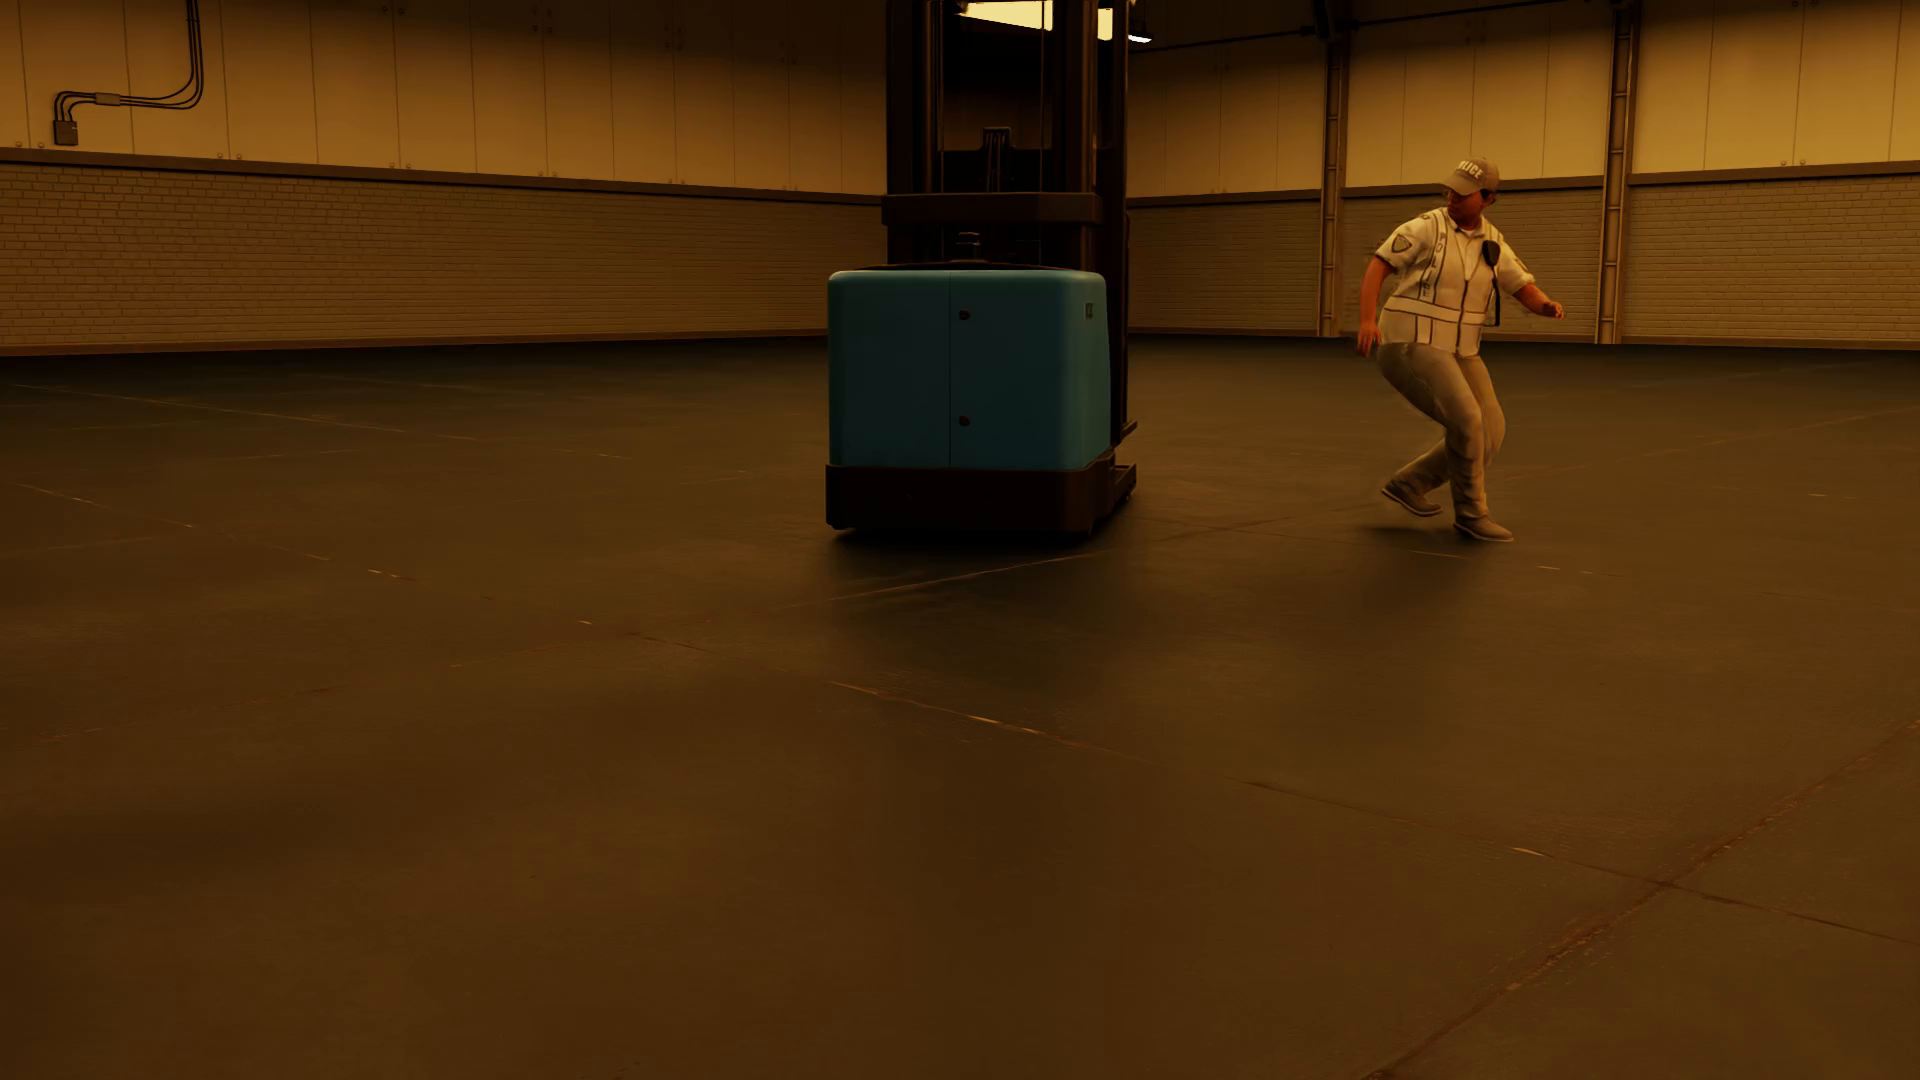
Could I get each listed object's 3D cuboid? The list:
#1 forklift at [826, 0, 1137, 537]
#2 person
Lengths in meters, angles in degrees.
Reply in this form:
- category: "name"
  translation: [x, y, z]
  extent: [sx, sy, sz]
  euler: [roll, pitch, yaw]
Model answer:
- category: "forklift"
  translation: [0.257, -1.640, 7.764]
  extent: [1.130, 2.935, 3.031]
  euler: [2, 9, 11]
- category: "person"
  translation: [1.991, -0.771, 6.743]
  extent: [0.817, 1.537, 0.811]
  euler: [-5, 10, -29]
